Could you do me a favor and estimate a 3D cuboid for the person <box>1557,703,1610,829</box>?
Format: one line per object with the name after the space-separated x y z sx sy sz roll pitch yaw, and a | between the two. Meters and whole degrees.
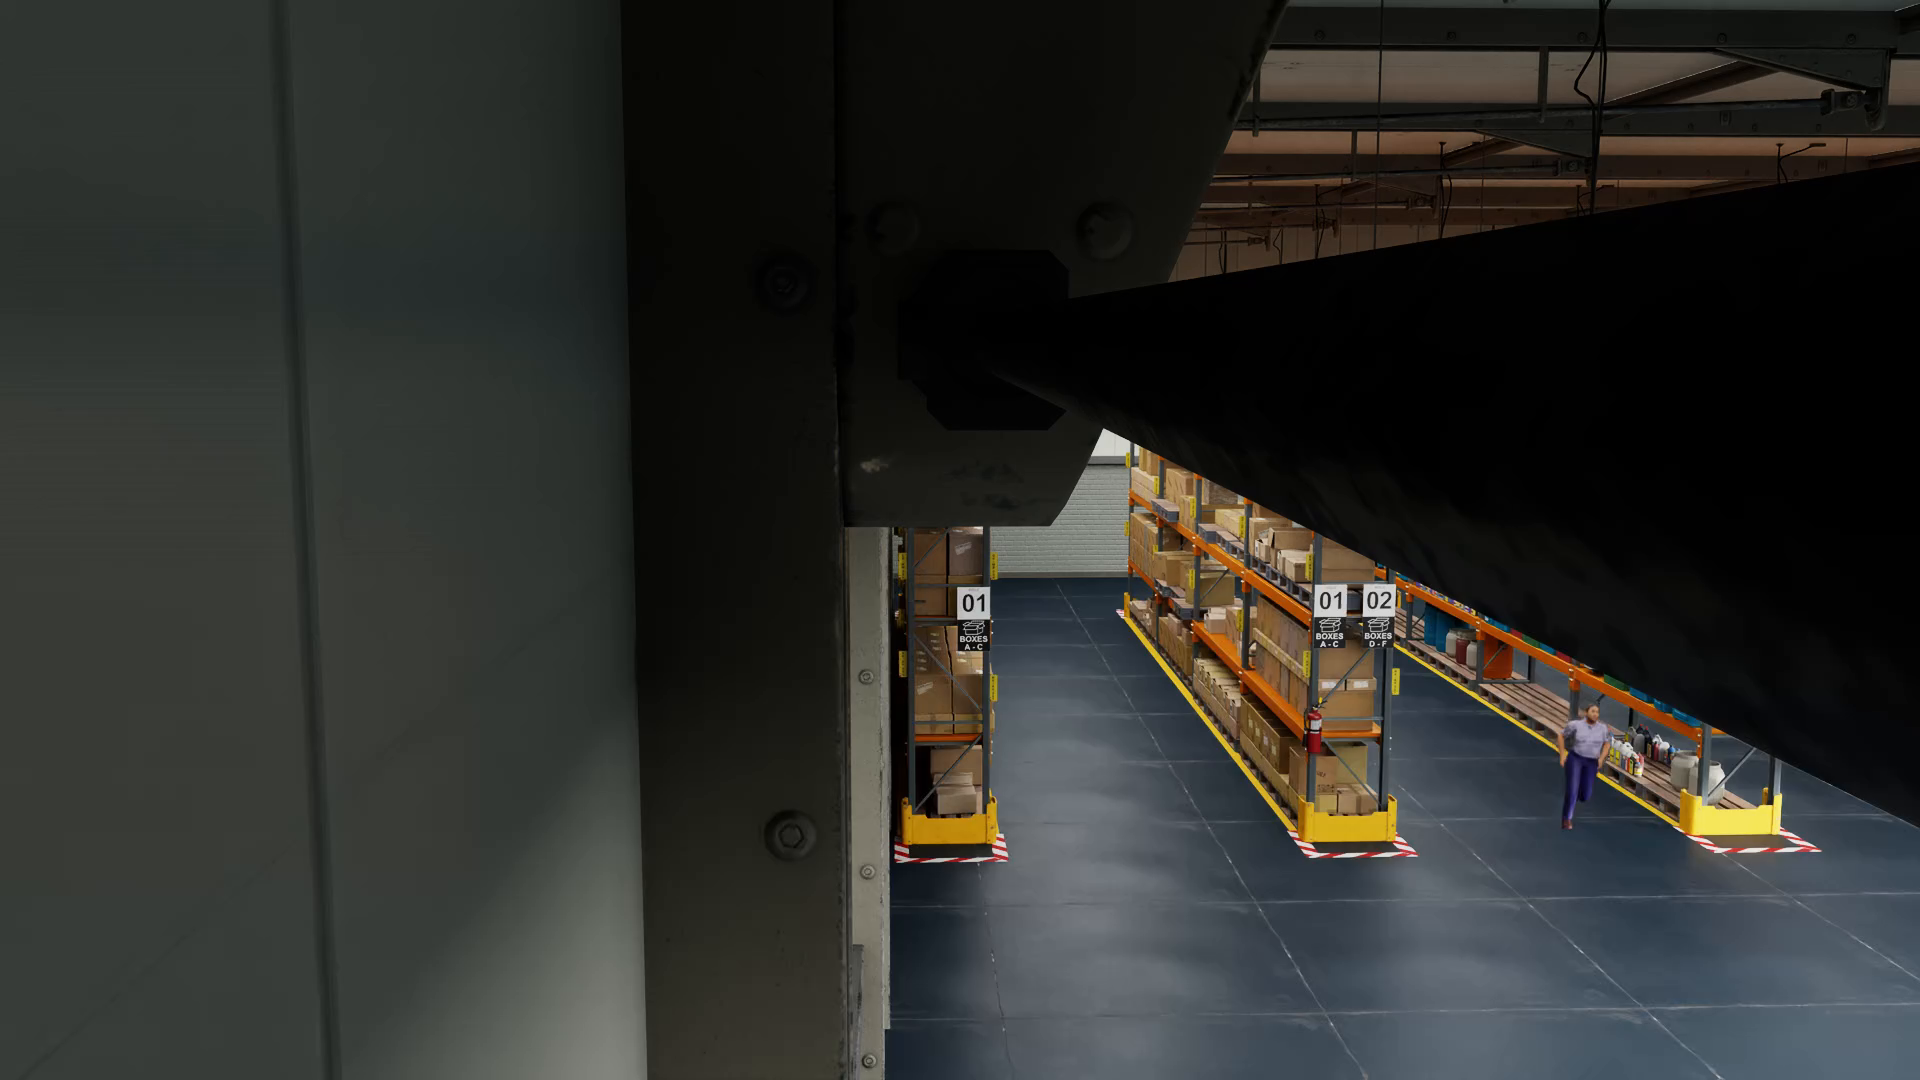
7.939 2.842 21.202 0.637 1.586 0.665 1 7 5 | person
